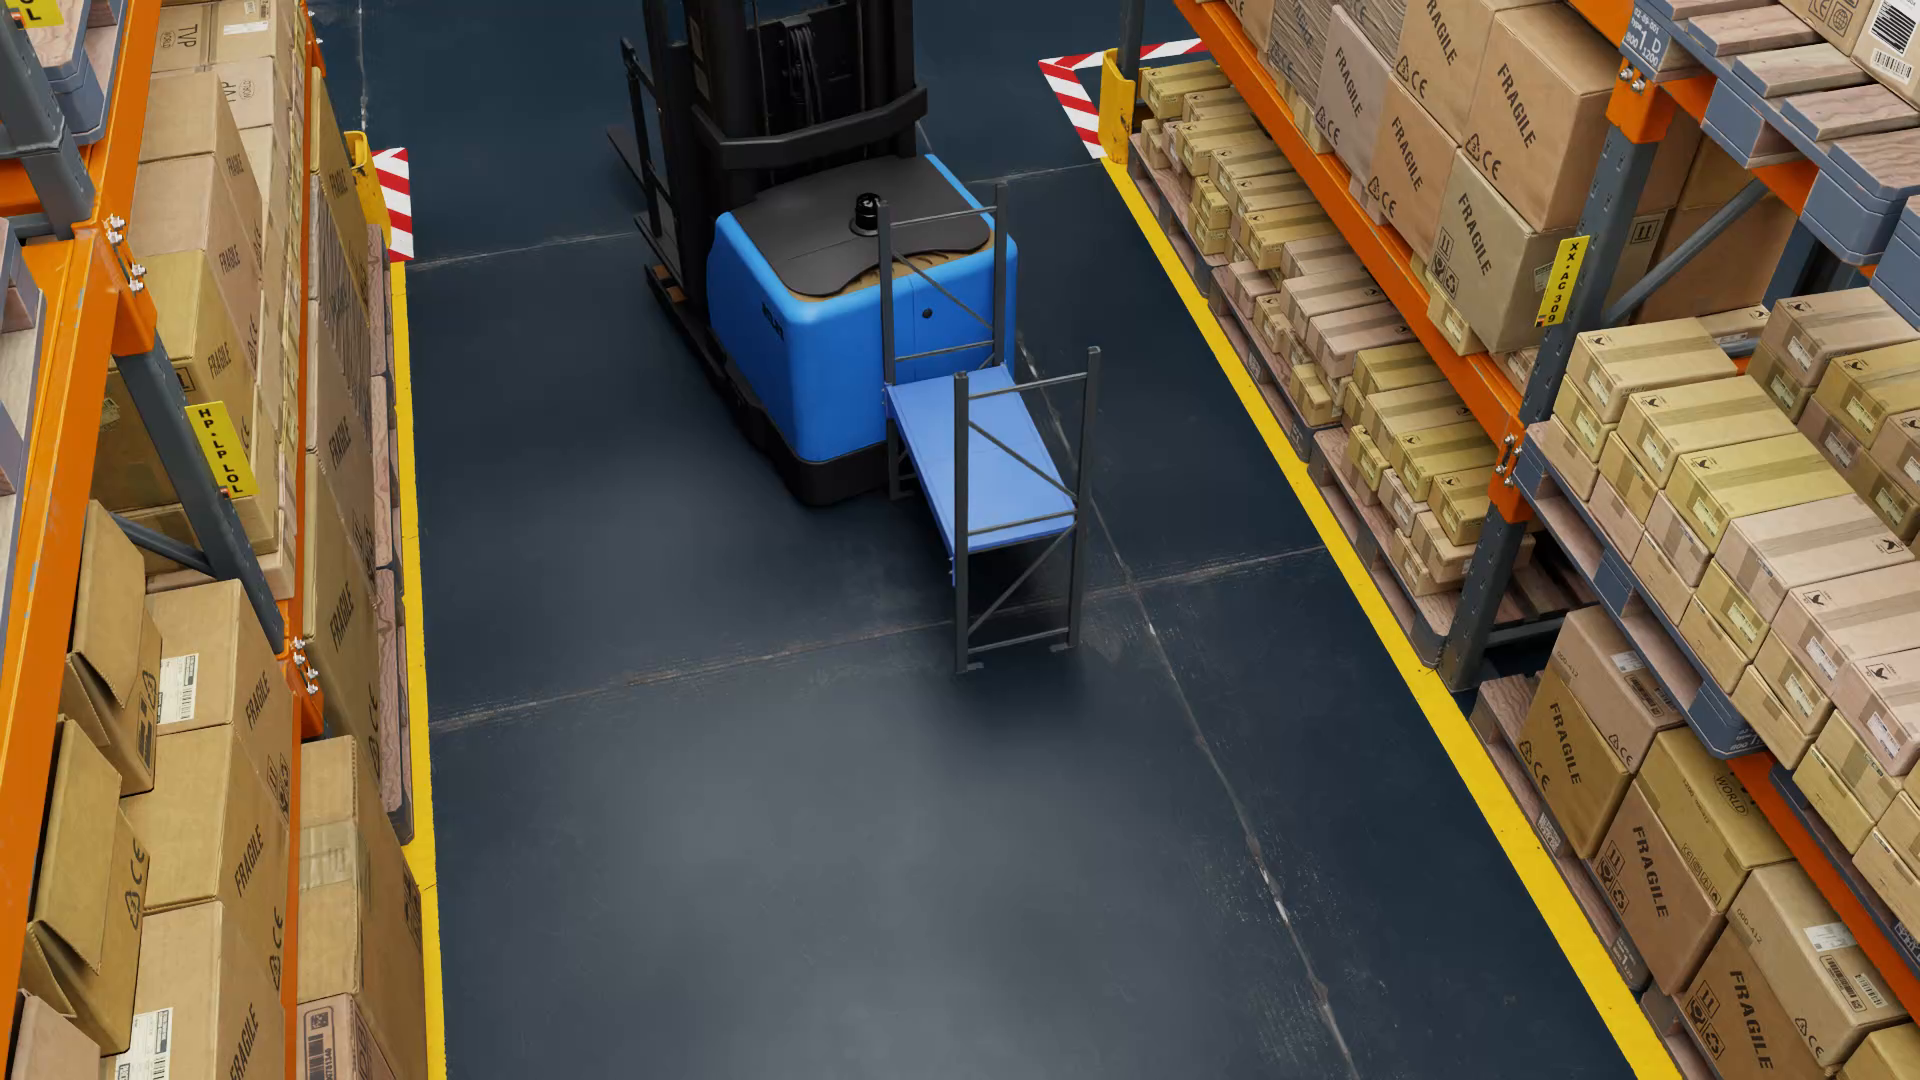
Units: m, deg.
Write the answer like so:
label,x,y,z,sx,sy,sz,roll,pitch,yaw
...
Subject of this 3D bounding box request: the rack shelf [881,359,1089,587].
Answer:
label,x,y,z,sx,sy,sz,roll,pitch,yaw
rack shelf,0.080,-0.283,6.479,0.538,0.185,1.000,-12,47,-11

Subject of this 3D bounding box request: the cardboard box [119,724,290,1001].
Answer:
label,x,y,z,sx,sy,sz,roll,pitch,yaw
cardboard box,-1.959,0.832,4.016,0.500,0.500,0.500,-9,46,-9

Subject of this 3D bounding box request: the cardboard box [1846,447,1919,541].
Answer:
label,x,y,z,sx,sy,sz,roll,pitch,yaw
cardboard box,2.780,-0.157,4.728,0.380,0.149,0.250,-9,46,-9

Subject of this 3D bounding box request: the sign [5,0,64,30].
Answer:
label,x,y,z,sx,sy,sz,roll,pitch,yaw
sign,-1.940,-1.196,3.390,0.100,0.325,0.005,-11,47,-10

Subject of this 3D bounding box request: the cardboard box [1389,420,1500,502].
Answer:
label,x,y,z,sx,sy,sz,roll,pitch,yaw
cardboard box,1.912,-0.311,6.491,0.380,0.149,0.250,-10,46,-10

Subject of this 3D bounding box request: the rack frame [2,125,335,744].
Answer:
label,x,y,z,sx,sy,sz,roll,pitch,yaw
rack frame,-2.463,0.251,4.655,1.000,3.000,0.127,-11,47,-10

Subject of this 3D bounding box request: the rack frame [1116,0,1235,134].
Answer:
label,x,y,z,sx,sy,sz,roll,pitch,yaw
rack frame,1.334,-3.348,8.182,1.000,3.000,0.127,-11,47,-10

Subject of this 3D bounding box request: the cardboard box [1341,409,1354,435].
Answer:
label,x,y,z,sx,sy,sz,roll,pitch,yaw
cardboard box,1.863,-0.513,7.106,0.380,0.149,0.250,-12,47,-11

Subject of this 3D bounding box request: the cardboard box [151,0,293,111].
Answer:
label,x,y,z,sx,sy,sz,roll,pitch,yaw
cardboard box,-2.977,-1.926,6.685,0.500,0.250,0.500,-11,47,-11

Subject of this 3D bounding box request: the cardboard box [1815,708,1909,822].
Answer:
label,x,y,z,sx,sy,sz,roll,pitch,yaw
cardboard box,2.355,0.511,4.073,0.380,0.149,0.250,-11,47,-11

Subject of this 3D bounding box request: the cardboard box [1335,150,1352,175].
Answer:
label,x,y,z,sx,sy,sz,roll,pitch,yaw
cardboard box,1.722,-1.556,6.602,0.380,0.149,0.250,-11,47,-11

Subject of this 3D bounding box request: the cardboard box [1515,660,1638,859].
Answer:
label,x,y,z,sx,sy,sz,roll,pitch,yaw
cardboard box,2.291,0.700,5.670,0.500,0.500,0.500,-9,46,-9

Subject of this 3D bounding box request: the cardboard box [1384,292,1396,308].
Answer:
label,x,y,z,sx,sy,sz,roll,pitch,yaw
cardboard box,2.063,-1.101,7.682,0.380,0.149,0.250,-9,46,-9

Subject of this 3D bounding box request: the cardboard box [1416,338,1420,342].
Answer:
label,x,y,z,sx,sy,sz,roll,pitch,yaw
cardboard box,2.212,-0.849,7.227,0.380,0.149,0.250,-9,46,-8

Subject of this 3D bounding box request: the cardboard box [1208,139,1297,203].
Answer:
label,x,y,z,sx,sy,sz,roll,pitch,yaw
cardboard box,1.411,-1.760,7.911,0.380,0.149,0.250,-13,47,-12

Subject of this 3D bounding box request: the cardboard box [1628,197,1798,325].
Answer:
label,x,y,z,sx,sy,sz,roll,pitch,yaw
cardboard box,2.475,-1.114,5.714,0.500,0.500,0.500,-11,47,-11

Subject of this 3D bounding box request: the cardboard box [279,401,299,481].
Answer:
label,x,y,z,sx,sy,sz,roll,pitch,yaw
cardboard box,-2.352,-0.290,5.360,0.380,0.149,0.250,-9,46,-9

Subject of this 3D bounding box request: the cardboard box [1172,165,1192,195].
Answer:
label,x,y,z,sx,sy,sz,roll,pitch,yaw
cardboard box,1.305,-1.911,8.476,0.380,0.149,0.250,-11,47,-10

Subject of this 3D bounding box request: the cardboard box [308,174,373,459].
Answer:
label,x,y,z,sx,sy,sz,roll,pitch,yaw
cardboard box,-3.012,-0.859,6.936,0.875,0.875,0.875,-11,47,-10

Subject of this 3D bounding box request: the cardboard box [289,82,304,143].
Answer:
label,x,y,z,sx,sy,sz,roll,pitch,yaw
cardboard box,-2.882,-1.711,6.754,0.380,0.149,0.250,-10,46,-10

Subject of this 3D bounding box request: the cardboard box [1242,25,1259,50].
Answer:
label,x,y,z,sx,sy,sz,roll,pitch,yaw
cardboard box,1.467,-2.267,7.298,0.380,0.149,0.250,-11,47,-11

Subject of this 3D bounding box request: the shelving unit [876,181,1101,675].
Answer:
label,x,y,z,sx,sy,sz,roll,pitch,yaw
shelving unit,0.080,-0.409,6.351,0.538,1.500,1.048,-12,47,-11

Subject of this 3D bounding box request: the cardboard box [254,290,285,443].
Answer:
label,x,y,z,sx,sy,sz,roll,pitch,yaw
cardboard box,-2.452,-0.517,5.304,0.500,0.250,0.500,-11,47,-11

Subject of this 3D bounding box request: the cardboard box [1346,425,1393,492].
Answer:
label,x,y,z,sx,sy,sz,roll,pitch,yaw
cardboard box,1.803,-0.365,6.752,0.380,0.149,0.250,-12,47,-12

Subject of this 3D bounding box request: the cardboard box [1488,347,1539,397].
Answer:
label,x,y,z,sx,sy,sz,roll,pitch,yaw
cardboard box,2.059,-0.653,5.716,0.380,0.149,0.250,-11,47,-11

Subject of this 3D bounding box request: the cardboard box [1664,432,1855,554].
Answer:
label,x,y,z,sx,sy,sz,roll,pitch,yaw
cardboard box,2.155,-0.129,4.492,0.380,0.149,0.250,-10,46,-10

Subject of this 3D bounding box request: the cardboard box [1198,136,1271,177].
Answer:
label,x,y,z,sx,sy,sz,roll,pitch,yaw
cardboard box,1.384,-1.840,8.198,0.380,0.149,0.250,-10,46,-10

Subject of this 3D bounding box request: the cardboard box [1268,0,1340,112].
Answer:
label,x,y,z,sx,sy,sz,roll,pitch,yaw
cardboard box,1.593,-2.071,6.651,0.500,0.500,0.500,-12,47,-11

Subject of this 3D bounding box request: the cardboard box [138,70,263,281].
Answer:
label,x,y,z,sx,sy,sz,roll,pitch,yaw
cardboard box,-2.594,-1.141,5.390,0.500,0.500,0.500,-12,47,-12

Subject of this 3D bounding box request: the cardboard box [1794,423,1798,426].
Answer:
label,x,y,z,sx,sy,sz,roll,pitch,yaw
cardboard box,2.651,-0.407,5.182,0.380,0.149,0.250,-12,47,-11

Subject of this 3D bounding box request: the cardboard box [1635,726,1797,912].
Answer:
label,x,y,z,sx,sy,sz,roll,pitch,yaw
cardboard box,2.430,0.805,5.043,0.500,0.250,0.500,-10,46,-9

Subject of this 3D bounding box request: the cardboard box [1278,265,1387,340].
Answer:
label,x,y,z,sx,sy,sz,roll,pitch,yaw
cardboard box,1.610,-1.029,7.194,0.380,0.149,0.250,-12,47,-12

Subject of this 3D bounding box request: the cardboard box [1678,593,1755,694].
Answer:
label,x,y,z,sx,sy,sz,roll,pitch,yaw
cardboard box,2.214,0.248,4.540,0.380,0.149,0.250,-10,46,-10

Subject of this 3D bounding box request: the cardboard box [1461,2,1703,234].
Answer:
label,x,y,z,sx,sy,sz,roll,pitch,yaw
cardboard box,1.976,-1.351,5.246,0.500,0.500,0.500,-12,47,-12

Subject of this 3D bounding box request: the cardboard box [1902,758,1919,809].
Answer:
label,x,y,z,sx,sy,sz,roll,pitch,yaw
cardboard box,2.419,0.580,3.797,0.380,0.149,0.250,-9,46,-9

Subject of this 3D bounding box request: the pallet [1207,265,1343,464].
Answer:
label,x,y,z,sx,sy,sz,roll,pitch,yaw
pallet,1.836,-0.912,7.746,1.003,0.211,1.213,-11,47,-10

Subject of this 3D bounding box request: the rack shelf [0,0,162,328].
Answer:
label,x,y,z,sx,sy,sz,roll,pitch,yaw
rack shelf,-2.975,-1.928,5.194,1.077,0.370,4.000,-11,47,-10

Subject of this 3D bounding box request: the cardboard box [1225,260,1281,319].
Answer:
label,x,y,z,sx,sy,sz,roll,pitch,yaw
cardboard box,1.472,-1.198,7.776,0.380,0.149,0.250,-13,47,-12

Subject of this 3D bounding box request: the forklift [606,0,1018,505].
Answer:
label,x,y,z,sx,sy,sz,roll,pitch,yaw
forklift,-0.881,-2.226,7.130,1.130,2.935,3.031,-21,49,-19

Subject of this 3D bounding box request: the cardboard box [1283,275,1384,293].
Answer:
label,x,y,z,sx,sy,sz,roll,pitch,yaw
cardboard box,1.673,-1.110,7.482,0.380,0.149,0.250,-9,46,-8

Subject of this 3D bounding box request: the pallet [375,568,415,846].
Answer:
label,x,y,z,sx,sy,sz,roll,pitch,yaw
pallet,-2.582,0.687,6.179,1.003,0.211,1.213,-11,47,-10

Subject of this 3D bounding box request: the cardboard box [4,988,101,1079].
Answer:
label,x,y,z,sx,sy,sz,roll,pitch,yaw
cardboard box,-1.952,1.206,2.946,0.797,0.503,0.637,-9,46,-9

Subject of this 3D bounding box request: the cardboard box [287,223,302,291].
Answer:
label,x,y,z,sx,sy,sz,roll,pitch,yaw
cardboard box,-2.617,-1.002,6.059,0.380,0.149,0.250,-12,47,-11

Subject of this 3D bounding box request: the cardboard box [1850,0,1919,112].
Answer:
label,x,y,z,sx,sy,sz,roll,pitch,yaw
cardboard box,2.380,-1.106,3.653,0.500,0.311,0.500,-11,47,-11

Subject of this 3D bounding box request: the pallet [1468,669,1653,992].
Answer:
label,x,y,z,sx,sy,sz,roll,pitch,yaw
pallet,2.559,0.927,5.945,1.003,0.211,1.213,-11,47,-10

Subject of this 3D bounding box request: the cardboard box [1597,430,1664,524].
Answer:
label,x,y,z,sx,sy,sz,roll,pitch,yaw
cardboard box,2.082,-0.215,4.785,0.380,0.149,0.250,-12,47,-11

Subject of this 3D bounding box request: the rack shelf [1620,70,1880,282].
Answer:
label,x,y,z,sx,sy,sz,roll,pitch,yaw
rack shelf,2.870,-0.004,3.308,1.077,0.370,4.000,-11,47,-10
